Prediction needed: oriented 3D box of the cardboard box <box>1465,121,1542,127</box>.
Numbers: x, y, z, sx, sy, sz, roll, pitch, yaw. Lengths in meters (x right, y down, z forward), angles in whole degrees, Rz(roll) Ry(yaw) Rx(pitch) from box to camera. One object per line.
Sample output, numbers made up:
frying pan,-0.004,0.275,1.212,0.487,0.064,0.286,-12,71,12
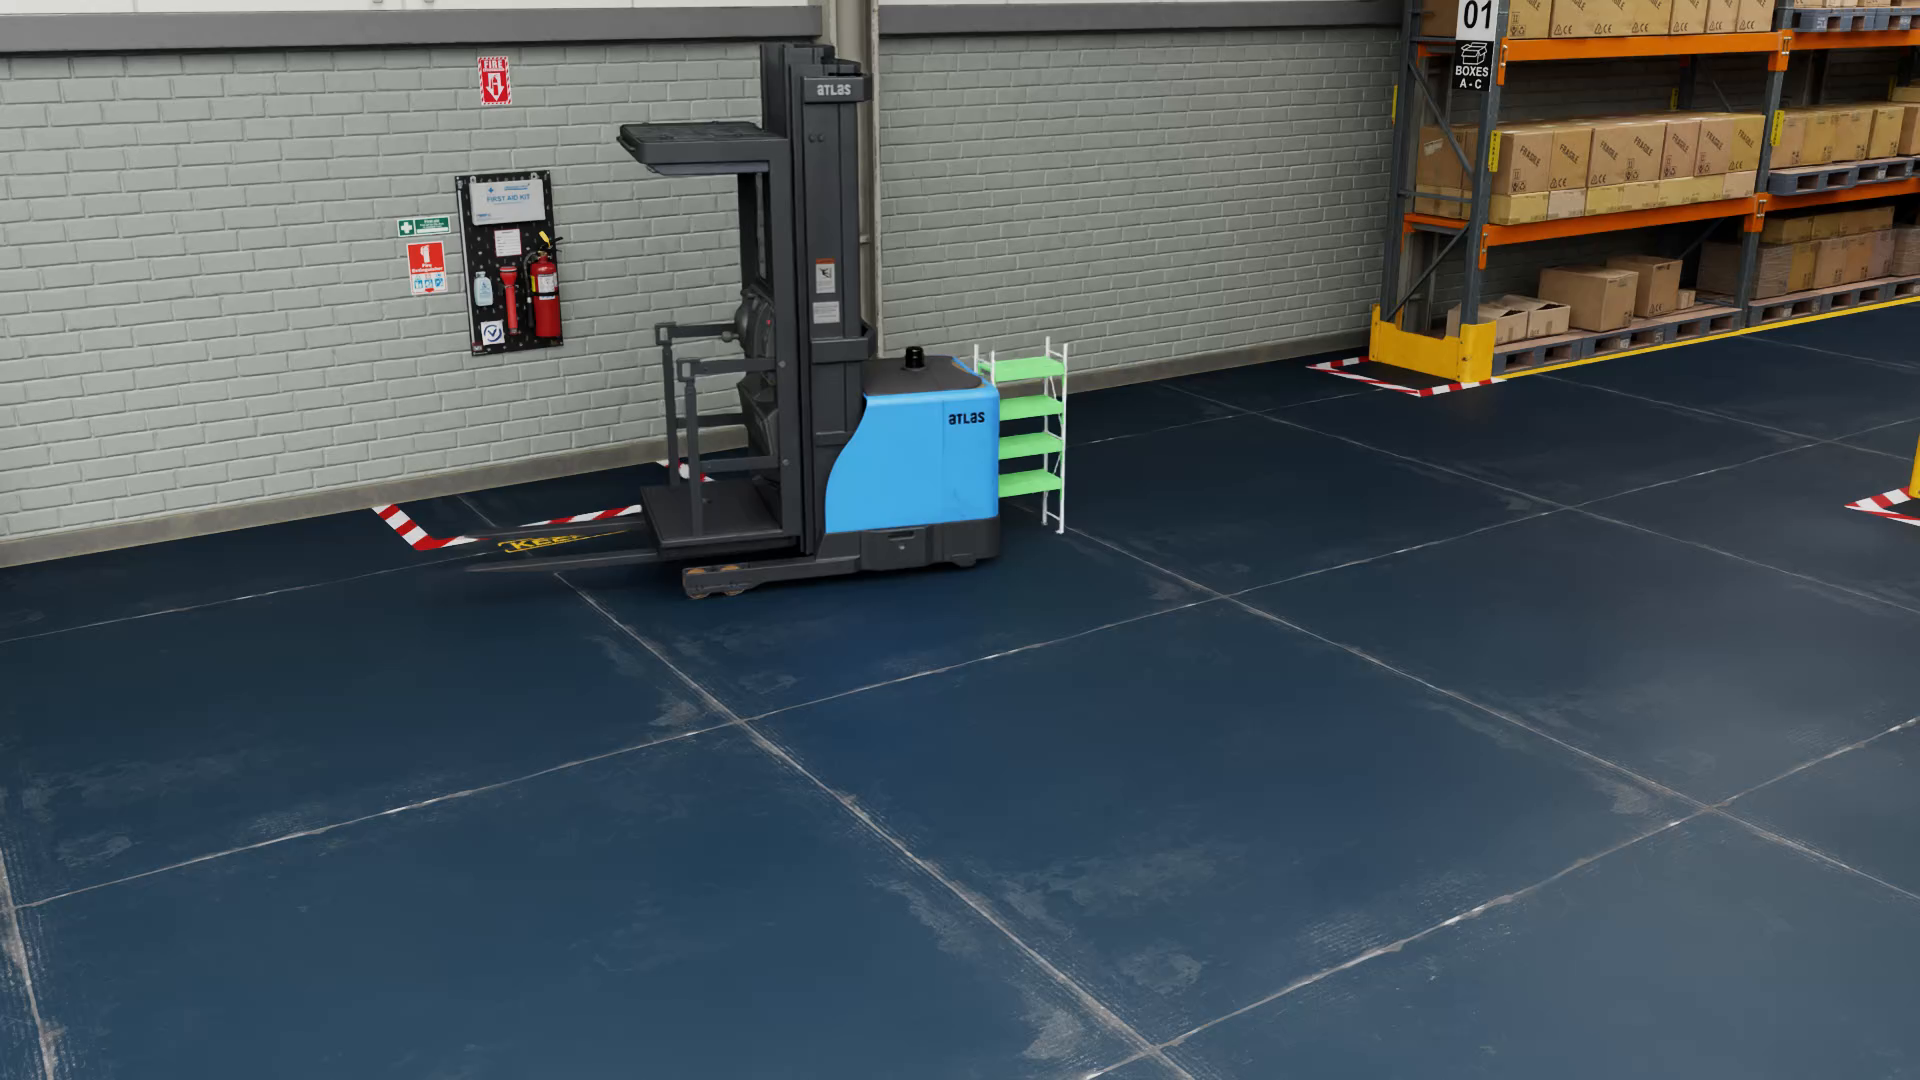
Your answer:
cardboard box,4.788,-3.447,14.789,0.500,0.500,0.500,-12,22,-31

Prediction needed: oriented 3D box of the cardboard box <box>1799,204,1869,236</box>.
cardboard box,9.257,-3.400,17.663,0.500,0.250,0.500,-12,22,-32

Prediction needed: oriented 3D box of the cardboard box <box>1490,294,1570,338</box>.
cardboard box,5.189,-2.060,15.167,0.500,0.311,0.500,-10,21,-27

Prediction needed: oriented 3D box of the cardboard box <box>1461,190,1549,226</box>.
cardboard box,4.668,-2.867,14.244,0.500,0.250,0.500,-13,22,-33

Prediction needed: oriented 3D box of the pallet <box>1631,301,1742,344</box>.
pallet,6.885,-2.183,16.373,1.213,0.211,1.003,-12,22,-31

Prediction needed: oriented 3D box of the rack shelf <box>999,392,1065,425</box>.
rack shelf,0.365,-0.775,10.112,0.480,0.148,0.258,-9,21,-25

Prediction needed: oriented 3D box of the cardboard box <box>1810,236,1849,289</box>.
cardboard box,8.884,-2.974,17.574,0.500,0.500,0.700,-12,22,-31

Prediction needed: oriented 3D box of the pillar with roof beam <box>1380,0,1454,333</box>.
pillar with roof beam,6.562,-4.973,10.903,0.400,9.000,9.100,-12,22,-31

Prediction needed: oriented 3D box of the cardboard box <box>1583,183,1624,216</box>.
cardboard box,5.522,-3.050,14.787,0.500,0.250,0.500,-12,22,-32

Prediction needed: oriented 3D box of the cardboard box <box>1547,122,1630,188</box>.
cardboard box,5.503,-3.399,14.646,0.500,0.500,0.500,-13,22,-33

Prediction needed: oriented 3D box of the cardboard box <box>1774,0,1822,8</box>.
cardboard box,7.927,-5.374,15.962,0.500,0.500,0.500,-9,20,-24

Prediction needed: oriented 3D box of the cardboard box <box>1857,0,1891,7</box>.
cardboard box,8.957,-5.591,16.605,0.500,0.500,0.500,-13,23,-33

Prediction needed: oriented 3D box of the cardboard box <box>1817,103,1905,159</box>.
cardboard box,9.351,-4.281,17.382,0.500,0.500,0.700,-12,22,-31

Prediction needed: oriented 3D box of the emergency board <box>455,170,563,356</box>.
emergency board,-2.902,-1.800,10.886,0.643,1.169,0.194,-12,22,-31

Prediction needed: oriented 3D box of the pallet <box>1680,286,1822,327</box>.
pallet,8.075,-2.449,17.158,1.213,0.211,1.003,-12,22,-31

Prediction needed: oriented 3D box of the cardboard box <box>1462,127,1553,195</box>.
cardboard box,4.649,-3.225,14.132,0.500,0.500,0.500,-12,22,-31

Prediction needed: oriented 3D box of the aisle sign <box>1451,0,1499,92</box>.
aisle sign,4.190,-4.066,13.529,0.004,0.787,0.394,-12,22,-31

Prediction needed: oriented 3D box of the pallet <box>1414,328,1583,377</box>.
pallet,4.847,-1.753,15.102,1.213,0.211,1.003,-12,22,-31

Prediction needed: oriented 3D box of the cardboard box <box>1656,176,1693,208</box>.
cardboard box,6.365,-3.228,15.311,0.500,0.250,0.500,-12,22,-32

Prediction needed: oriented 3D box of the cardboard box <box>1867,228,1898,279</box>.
cardboard box,9.700,-3.160,18.126,0.500,0.500,0.700,-12,22,-31

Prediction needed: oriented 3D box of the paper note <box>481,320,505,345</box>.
paper note,-3.088,-1.370,10.989,0.142,0.148,0.016,-12,22,-31

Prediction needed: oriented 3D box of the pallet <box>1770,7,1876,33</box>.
pallet,8.000,-5.044,16.091,1.003,0.211,1.213,-12,22,-31

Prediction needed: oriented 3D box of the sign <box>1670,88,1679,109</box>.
sign,7.118,-4.328,16.556,0.005,0.325,0.100,-12,22,-31

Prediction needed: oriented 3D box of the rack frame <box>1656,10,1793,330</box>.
rack frame,7.426,-3.632,16.304,0.127,3.000,1.000,-12,22,-31

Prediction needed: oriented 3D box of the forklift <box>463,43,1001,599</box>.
forklift,-1.336,-1.248,9.360,3.031,2.935,1.130,-5,19,-16

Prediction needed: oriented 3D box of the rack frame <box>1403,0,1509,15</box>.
rack frame,4.085,-5.769,13.260,0.127,3.000,1.000,-12,22,-31

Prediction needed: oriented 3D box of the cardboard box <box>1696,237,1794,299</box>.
cardboard box,8.032,-2.790,17.031,0.500,0.500,0.700,-11,22,-30

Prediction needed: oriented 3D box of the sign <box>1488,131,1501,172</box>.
sign,4.384,-3.192,13.653,0.005,0.325,0.100,-12,22,-31

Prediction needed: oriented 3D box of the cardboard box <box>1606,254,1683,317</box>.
cardboard box,6.581,-2.463,16.062,0.500,0.500,0.500,-14,23,-35

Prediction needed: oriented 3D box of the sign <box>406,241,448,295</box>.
sign,-3.420,-1.747,10.674,0.234,0.329,0.001,-12,22,-31

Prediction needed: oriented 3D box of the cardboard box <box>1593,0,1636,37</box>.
cardboard box,5.402,-4.575,14.222,0.500,0.500,0.500,-11,21,-29

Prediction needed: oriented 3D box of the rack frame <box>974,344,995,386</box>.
rack frame,0.146,-0.573,10.067,0.015,1.200,0.240,-9,21,-25

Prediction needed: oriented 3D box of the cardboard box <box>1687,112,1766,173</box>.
cardboard box,7.201,-3.760,15.714,0.500,0.500,0.500,-12,22,-32

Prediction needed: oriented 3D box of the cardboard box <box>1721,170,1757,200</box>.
cardboard box,7.197,-3.406,15.839,0.500,0.250,0.500,-12,22,-31

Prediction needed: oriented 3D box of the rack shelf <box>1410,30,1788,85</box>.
rack shelf,5.756,-4.360,14.897,4.000,0.370,1.077,-12,22,-31

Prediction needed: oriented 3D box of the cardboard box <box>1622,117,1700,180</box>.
cardboard box,6.361,-3.584,15.196,0.500,0.500,0.500,-13,22,-33

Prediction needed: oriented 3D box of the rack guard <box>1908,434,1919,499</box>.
rack guard,6.793,-0.415,10.691,0.348,0.500,1.175,-12,22,-31

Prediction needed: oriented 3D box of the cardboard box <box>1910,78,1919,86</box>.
cardboard box,11.003,-5.039,18.643,0.500,0.250,0.500,-11,22,-30

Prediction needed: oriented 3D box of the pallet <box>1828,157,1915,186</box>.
pallet,9.136,-3.886,17.355,1.213,0.211,1.003,-12,22,-31

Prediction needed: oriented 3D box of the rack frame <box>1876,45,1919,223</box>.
rack frame,10.767,-4.337,18.388,0.127,3.000,1.000,-12,22,-31

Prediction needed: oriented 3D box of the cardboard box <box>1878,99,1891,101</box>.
cardboard box,10.380,-4.507,18.049,0.500,0.500,0.700,-15,24,-38

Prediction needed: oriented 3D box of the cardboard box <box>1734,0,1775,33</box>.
cardboard box,7.138,-4.954,15.345,0.500,0.500,0.500,-11,22,-30

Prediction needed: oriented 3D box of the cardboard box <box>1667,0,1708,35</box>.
cardboard box,6.269,-4.761,14.774,0.500,0.500,0.500,-13,23,-33

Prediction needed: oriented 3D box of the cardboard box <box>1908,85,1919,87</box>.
cardboard box,10.495,-4.831,17.995,0.250,0.149,0.380,-16,24,-38

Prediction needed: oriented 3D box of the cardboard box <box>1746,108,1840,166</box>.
cardboard box,8.341,-4.065,16.742,0.500,0.500,0.700,-9,21,-26

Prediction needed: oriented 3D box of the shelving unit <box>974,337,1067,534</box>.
shelving unit,0.365,-0.608,10.169,0.503,1.200,0.258,-9,21,-25

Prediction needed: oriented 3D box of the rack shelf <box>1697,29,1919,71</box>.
rack shelf,9.096,-5.064,16.981,4.000,0.370,1.077,-12,22,-31

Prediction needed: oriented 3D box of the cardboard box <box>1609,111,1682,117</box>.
cardboard box,6.485,-3.809,15.859,0.500,0.500,0.500,-12,22,-32

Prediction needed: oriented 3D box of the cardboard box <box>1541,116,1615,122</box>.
cardboard box,5.638,-3.628,15.324,0.500,0.500,0.500,-12,22,-31

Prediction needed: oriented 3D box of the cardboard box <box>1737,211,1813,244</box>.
cardboard box,8.398,-3.224,17.143,0.500,0.250,0.500,-12,22,-33

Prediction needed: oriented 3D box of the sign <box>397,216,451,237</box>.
sign,-3.412,-1.997,10.584,0.331,0.109,0.001,-12,22,-31

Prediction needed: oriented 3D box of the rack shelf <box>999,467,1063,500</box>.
rack shelf,0.365,-0.320,10.266,0.480,0.148,0.258,-9,21,-25

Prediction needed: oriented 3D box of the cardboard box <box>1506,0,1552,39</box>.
cardboard box,4.502,-4.397,13.697,0.500,0.500,0.500,-11,22,-30
